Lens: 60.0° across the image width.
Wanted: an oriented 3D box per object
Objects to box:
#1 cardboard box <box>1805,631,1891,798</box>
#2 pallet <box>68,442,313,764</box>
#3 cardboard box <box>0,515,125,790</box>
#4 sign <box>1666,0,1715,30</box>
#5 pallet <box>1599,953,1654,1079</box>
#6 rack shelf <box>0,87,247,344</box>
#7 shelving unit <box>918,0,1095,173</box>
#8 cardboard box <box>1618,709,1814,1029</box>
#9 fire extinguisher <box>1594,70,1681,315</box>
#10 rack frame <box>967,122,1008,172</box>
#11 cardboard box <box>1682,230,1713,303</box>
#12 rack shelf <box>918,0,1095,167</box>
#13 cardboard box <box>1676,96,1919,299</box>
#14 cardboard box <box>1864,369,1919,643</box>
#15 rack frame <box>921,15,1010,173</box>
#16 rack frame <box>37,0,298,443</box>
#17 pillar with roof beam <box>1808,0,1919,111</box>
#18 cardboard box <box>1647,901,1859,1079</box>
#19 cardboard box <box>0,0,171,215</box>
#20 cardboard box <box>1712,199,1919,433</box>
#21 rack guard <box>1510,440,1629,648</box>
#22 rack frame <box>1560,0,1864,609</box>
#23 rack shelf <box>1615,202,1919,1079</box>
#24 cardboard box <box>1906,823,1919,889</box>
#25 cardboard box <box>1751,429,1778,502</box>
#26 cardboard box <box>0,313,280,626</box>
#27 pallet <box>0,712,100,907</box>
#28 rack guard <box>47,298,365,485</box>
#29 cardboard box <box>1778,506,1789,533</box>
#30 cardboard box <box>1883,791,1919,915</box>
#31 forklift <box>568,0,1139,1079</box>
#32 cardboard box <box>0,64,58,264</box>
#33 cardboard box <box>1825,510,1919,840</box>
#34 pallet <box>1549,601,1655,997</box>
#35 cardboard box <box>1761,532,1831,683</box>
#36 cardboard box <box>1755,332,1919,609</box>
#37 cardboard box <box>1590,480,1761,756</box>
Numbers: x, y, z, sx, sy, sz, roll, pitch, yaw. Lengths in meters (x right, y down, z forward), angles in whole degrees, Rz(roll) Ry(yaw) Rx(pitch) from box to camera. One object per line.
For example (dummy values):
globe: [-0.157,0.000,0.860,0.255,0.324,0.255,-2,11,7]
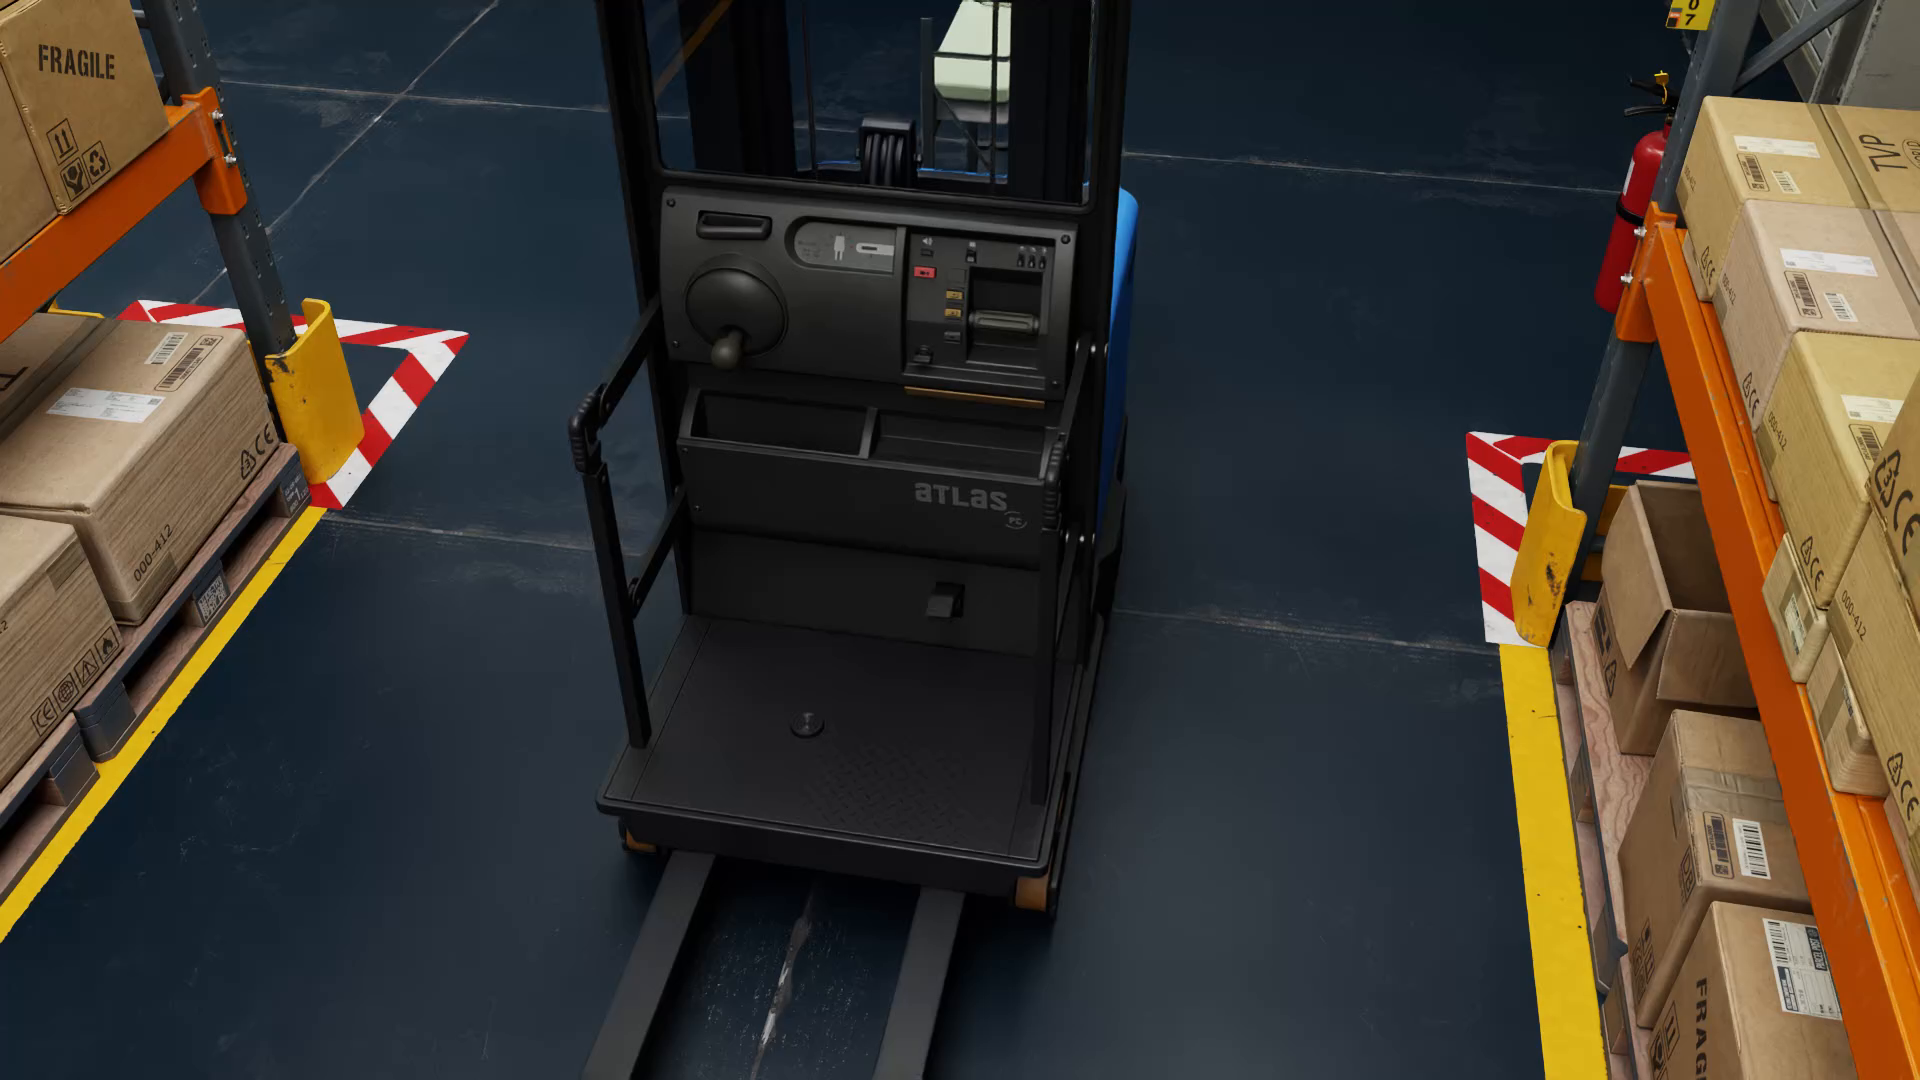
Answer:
cardboard box: [1.632,0.301,2.729,0.380,0.149,0.250,7,40,9]
pallet: [-2.694,0.098,4.966,1.003,0.211,1.213,6,40,8]
cardboard box: [-2.799,0.339,4.167,0.875,0.438,0.875,7,40,9]
sign: [1.722,-1.335,3.832,0.100,0.325,0.005,6,40,8]
pallet: [1.893,1.444,3.338,1.003,0.211,1.213,6,40,8]
rack shelf: [-2.979,0.045,3.406,1.077,0.370,4.000,6,40,8]
shelving unit: [0.156,-1.100,5.404,0.431,1.500,0.755,7,40,8]
cardboard box: [1.871,0.765,3.603,0.700,0.500,0.500,8,40,9]
fire extinguisher: [1.827,-0.912,4.352,0.296,0.674,0.183,6,40,8]
rack frame: [0.224,-1.329,5.681,0.400,1.500,0.023,7,40,8]
cardboard box: [1.929,-0.669,3.902,0.380,0.149,0.250,6,40,7]
rack shelf: [0.156,-1.401,5.155,0.431,0.370,0.720,7,40,8]
cardboard box: [1.912,-0.744,3.680,0.500,0.250,0.500,7,40,8]
cardboard box: [1.653,-0.091,2.302,0.500,0.500,0.500,7,40,9]
rack frame: [0.088,-0.871,5.127,0.400,1.500,0.023,7,40,8]
rack frame: [-2.633,-1.487,4.694,1.000,3.000,0.127,6,40,8]
pillar with roof beam: [-0.629,-5.322,4.624,9.100,9.000,0.400,6,40,8]
cardboard box: [1.681,1.086,3.215,0.500,0.500,0.500,7,40,8]
cardboard box: [-2.456,-1.194,4.261,0.500,0.500,0.500,7,40,8]
cardboard box: [1.825,-0.427,3.297,0.500,0.250,0.500,7,40,8]
rack guard: [2.243,0.069,4.774,1.175,0.500,0.348,6,40,8]
rack frame: [2.256,-0.942,4.035,1.000,3.000,0.127,6,40,8]
rack shelf: [1.910,0.590,2.746,1.077,0.370,4.000,6,40,8]
cardboard box: [1.583,0.537,2.130,0.500,0.250,0.500,6,40,7]
cardboard box: [1.815,-0.184,3.315,0.380,0.149,0.250,8,40,9]
cardboard box: [-2.649,-0.236,4.863,0.875,0.438,0.875,5,40,6]
pallet: [-2.908,0.862,4.042,1.003,0.211,1.213,6,40,8]
rack guard: [-2.629,-0.539,5.509,1.175,0.500,0.348,6,40,8]
cardboard box: [1.775,-0.016,3.113,0.380,0.149,0.250,7,40,8]
cardboard box: [1.655,0.471,2.524,0.380,0.149,0.250,6,40,8]
forklift: [-0.249,-0.467,3.514,1.130,2.935,3.031,7,40,8]
cardboard box: [-2.558,-0.880,3.882,0.500,0.500,0.500,6,40,7]
cardboard box: [1.673,0.214,2.521,0.500,0.250,0.500,5,40,7]
pallet: [2.106,0.681,4.261,1.003,0.211,1.213,6,40,8]
cardboard box: [1.657,0.134,2.931,0.380,0.149,0.250,5,40,6]
cardboard box: [1.741,-0.109,2.912,0.500,0.250,0.500,6,40,7]
cardboard box: [2.057,0.232,4.245,0.797,0.503,0.637,5,40,6]
